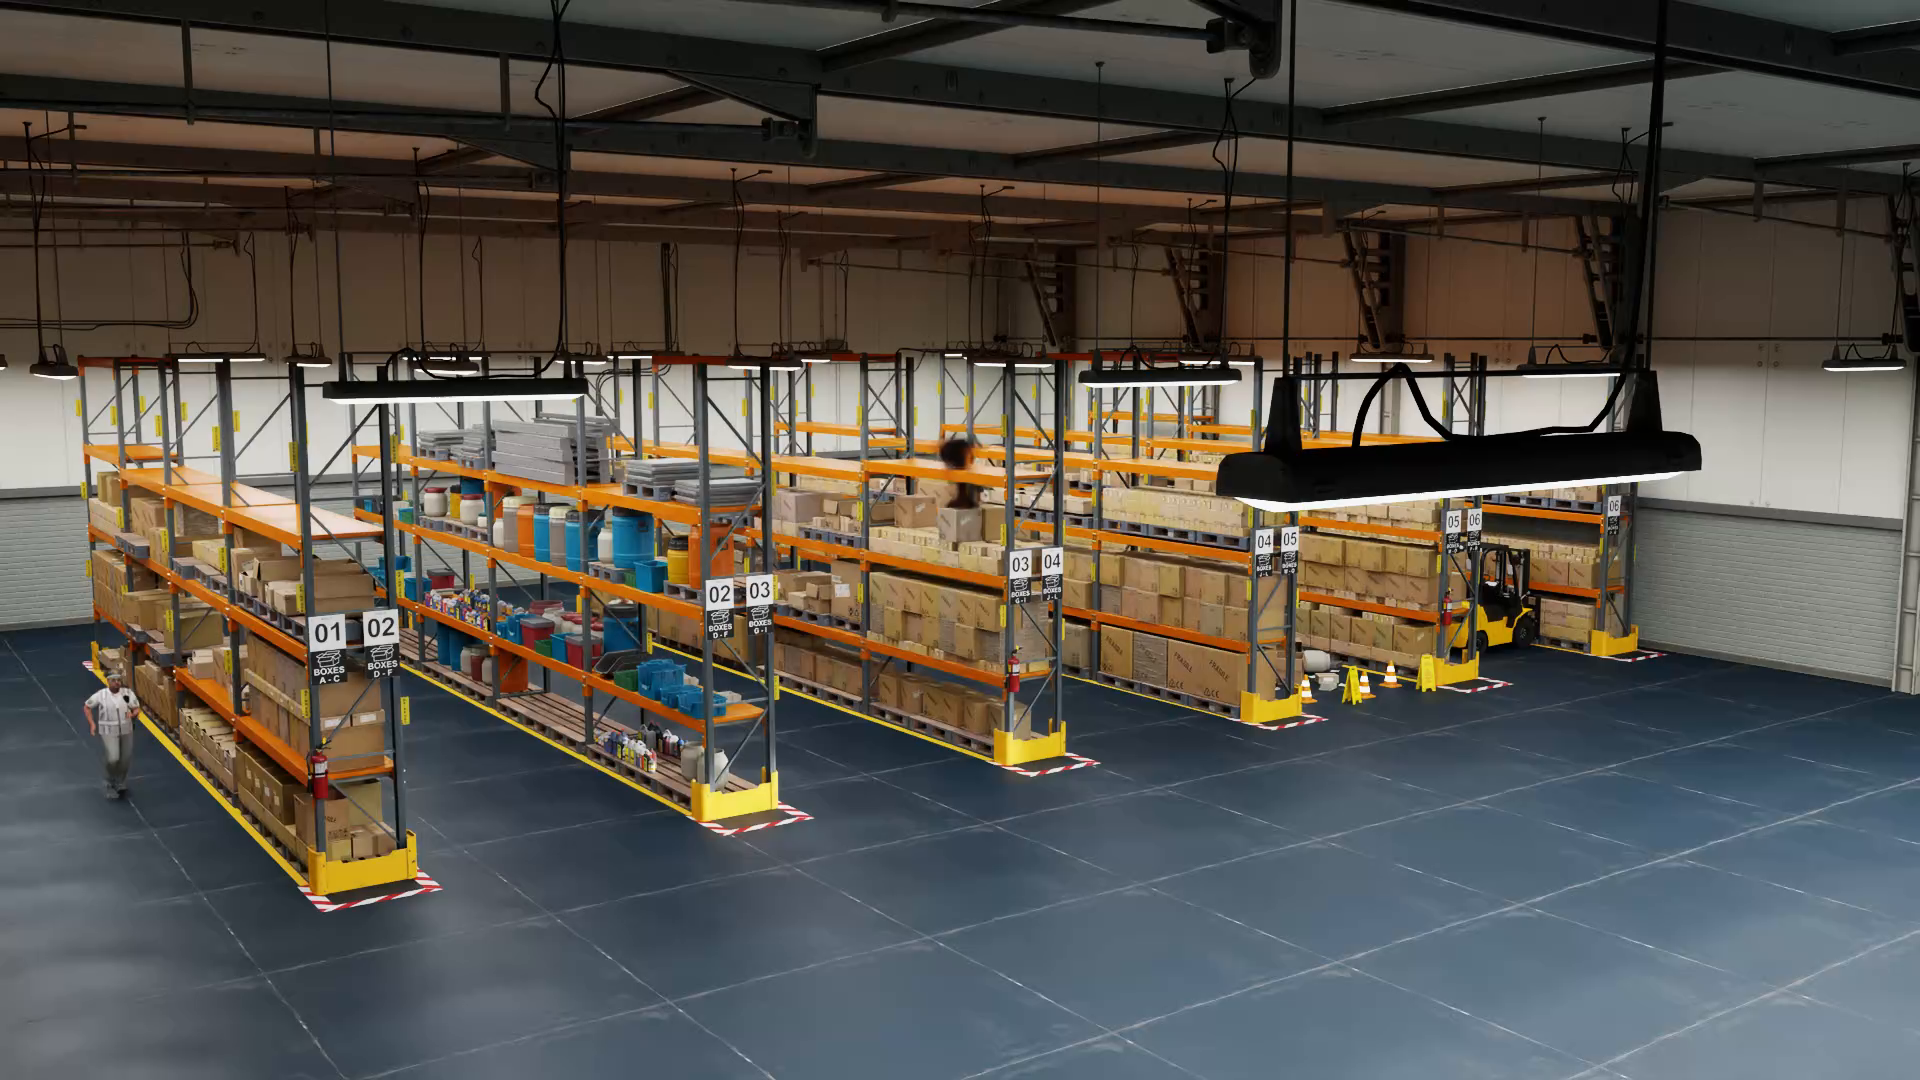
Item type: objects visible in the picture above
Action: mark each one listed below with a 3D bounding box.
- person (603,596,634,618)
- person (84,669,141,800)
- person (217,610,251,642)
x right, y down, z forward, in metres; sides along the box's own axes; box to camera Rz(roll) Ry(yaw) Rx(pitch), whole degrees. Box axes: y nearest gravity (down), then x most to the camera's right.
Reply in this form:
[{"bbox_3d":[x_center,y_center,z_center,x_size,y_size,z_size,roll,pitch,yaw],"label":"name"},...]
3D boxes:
[{"bbox_3d":[-6.605,1.689,32.137,0.616,1.515,1.081,-4,8,-29],"label":"person"},{"bbox_3d":[-11.656,2.683,22.972,0.655,1.820,0.734,-6,9,-42],"label":"person"},{"bbox_3d":[-14.311,1.518,32.749,0.655,1.725,0.752,-7,10,-44],"label":"person"}]
